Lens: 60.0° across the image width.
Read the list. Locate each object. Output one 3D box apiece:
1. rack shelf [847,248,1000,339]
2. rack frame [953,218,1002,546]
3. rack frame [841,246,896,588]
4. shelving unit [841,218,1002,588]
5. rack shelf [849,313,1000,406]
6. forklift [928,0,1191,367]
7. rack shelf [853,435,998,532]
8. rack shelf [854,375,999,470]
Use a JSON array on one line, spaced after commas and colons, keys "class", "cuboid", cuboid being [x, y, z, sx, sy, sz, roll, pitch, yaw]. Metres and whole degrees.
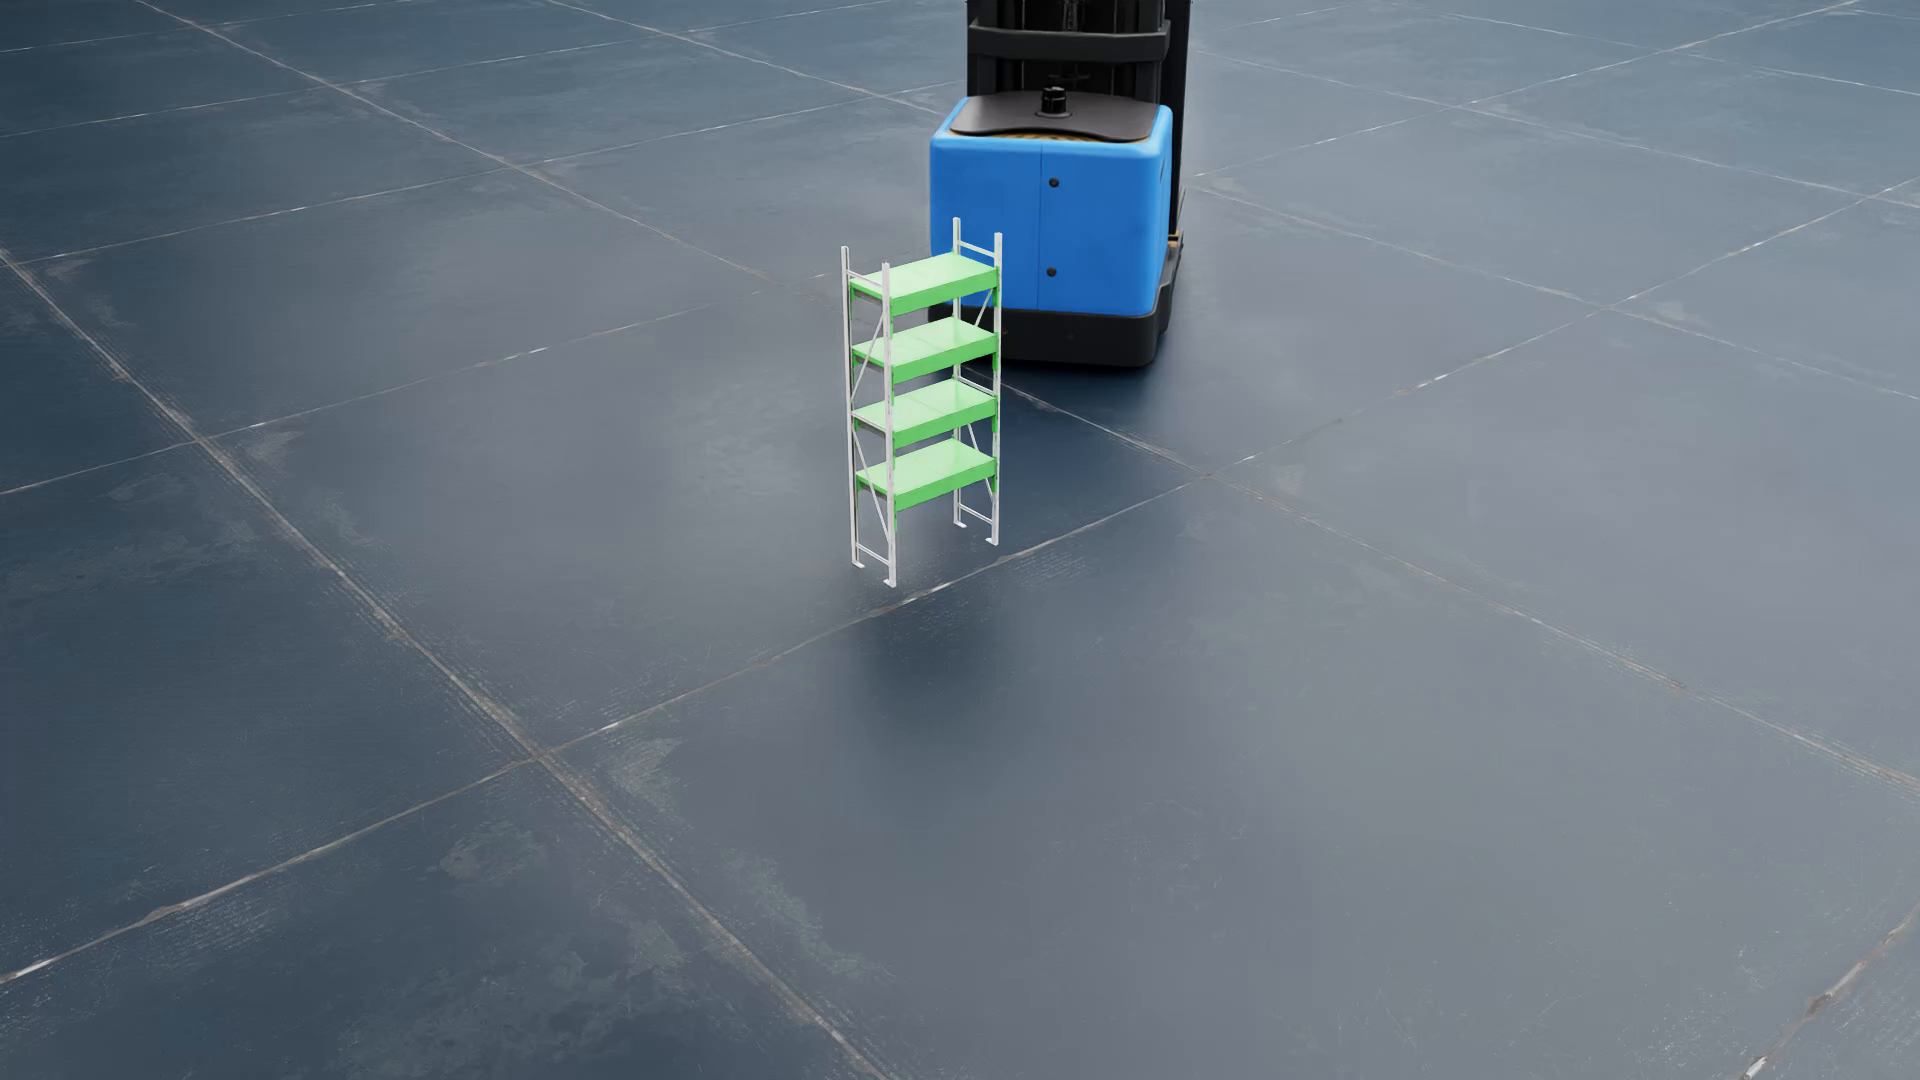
[{"class": "rack shelf", "cuboid": [-0.126, -0.846, 5.676, 0.480, 0.148, 0.258, -22, 35, -35]}, {"class": "rack frame", "cuboid": [0.060, -0.553, 6.012, 0.015, 1.200, 0.240, -22, 35, -35]}, {"class": "rack frame", "cuboid": [-0.312, -0.404, 5.733, 0.015, 1.200, 0.240, -22, 35, -35]}, {"class": "shelving unit", "cuboid": [-0.126, -0.479, 5.872, 0.503, 1.200, 0.258, -22, 35, -35]}, {"class": "rack shelf", "cuboid": [-0.126, -0.634, 5.789, 0.480, 0.148, 0.258, -22, 35, -35]}, {"class": "forklift", "cuboid": [0.621, -2.755, 8.295, 1.130, 2.935, 3.031, 5, 29, 9]}, {"class": "rack shelf", "cuboid": [-0.126, -0.211, 6.016, 0.480, 0.148, 0.258, -22, 35, -35]}, {"class": "rack shelf", "cuboid": [-0.126, -0.422, 5.903, 0.480, 0.148, 0.258, -22, 35, -35]}]
